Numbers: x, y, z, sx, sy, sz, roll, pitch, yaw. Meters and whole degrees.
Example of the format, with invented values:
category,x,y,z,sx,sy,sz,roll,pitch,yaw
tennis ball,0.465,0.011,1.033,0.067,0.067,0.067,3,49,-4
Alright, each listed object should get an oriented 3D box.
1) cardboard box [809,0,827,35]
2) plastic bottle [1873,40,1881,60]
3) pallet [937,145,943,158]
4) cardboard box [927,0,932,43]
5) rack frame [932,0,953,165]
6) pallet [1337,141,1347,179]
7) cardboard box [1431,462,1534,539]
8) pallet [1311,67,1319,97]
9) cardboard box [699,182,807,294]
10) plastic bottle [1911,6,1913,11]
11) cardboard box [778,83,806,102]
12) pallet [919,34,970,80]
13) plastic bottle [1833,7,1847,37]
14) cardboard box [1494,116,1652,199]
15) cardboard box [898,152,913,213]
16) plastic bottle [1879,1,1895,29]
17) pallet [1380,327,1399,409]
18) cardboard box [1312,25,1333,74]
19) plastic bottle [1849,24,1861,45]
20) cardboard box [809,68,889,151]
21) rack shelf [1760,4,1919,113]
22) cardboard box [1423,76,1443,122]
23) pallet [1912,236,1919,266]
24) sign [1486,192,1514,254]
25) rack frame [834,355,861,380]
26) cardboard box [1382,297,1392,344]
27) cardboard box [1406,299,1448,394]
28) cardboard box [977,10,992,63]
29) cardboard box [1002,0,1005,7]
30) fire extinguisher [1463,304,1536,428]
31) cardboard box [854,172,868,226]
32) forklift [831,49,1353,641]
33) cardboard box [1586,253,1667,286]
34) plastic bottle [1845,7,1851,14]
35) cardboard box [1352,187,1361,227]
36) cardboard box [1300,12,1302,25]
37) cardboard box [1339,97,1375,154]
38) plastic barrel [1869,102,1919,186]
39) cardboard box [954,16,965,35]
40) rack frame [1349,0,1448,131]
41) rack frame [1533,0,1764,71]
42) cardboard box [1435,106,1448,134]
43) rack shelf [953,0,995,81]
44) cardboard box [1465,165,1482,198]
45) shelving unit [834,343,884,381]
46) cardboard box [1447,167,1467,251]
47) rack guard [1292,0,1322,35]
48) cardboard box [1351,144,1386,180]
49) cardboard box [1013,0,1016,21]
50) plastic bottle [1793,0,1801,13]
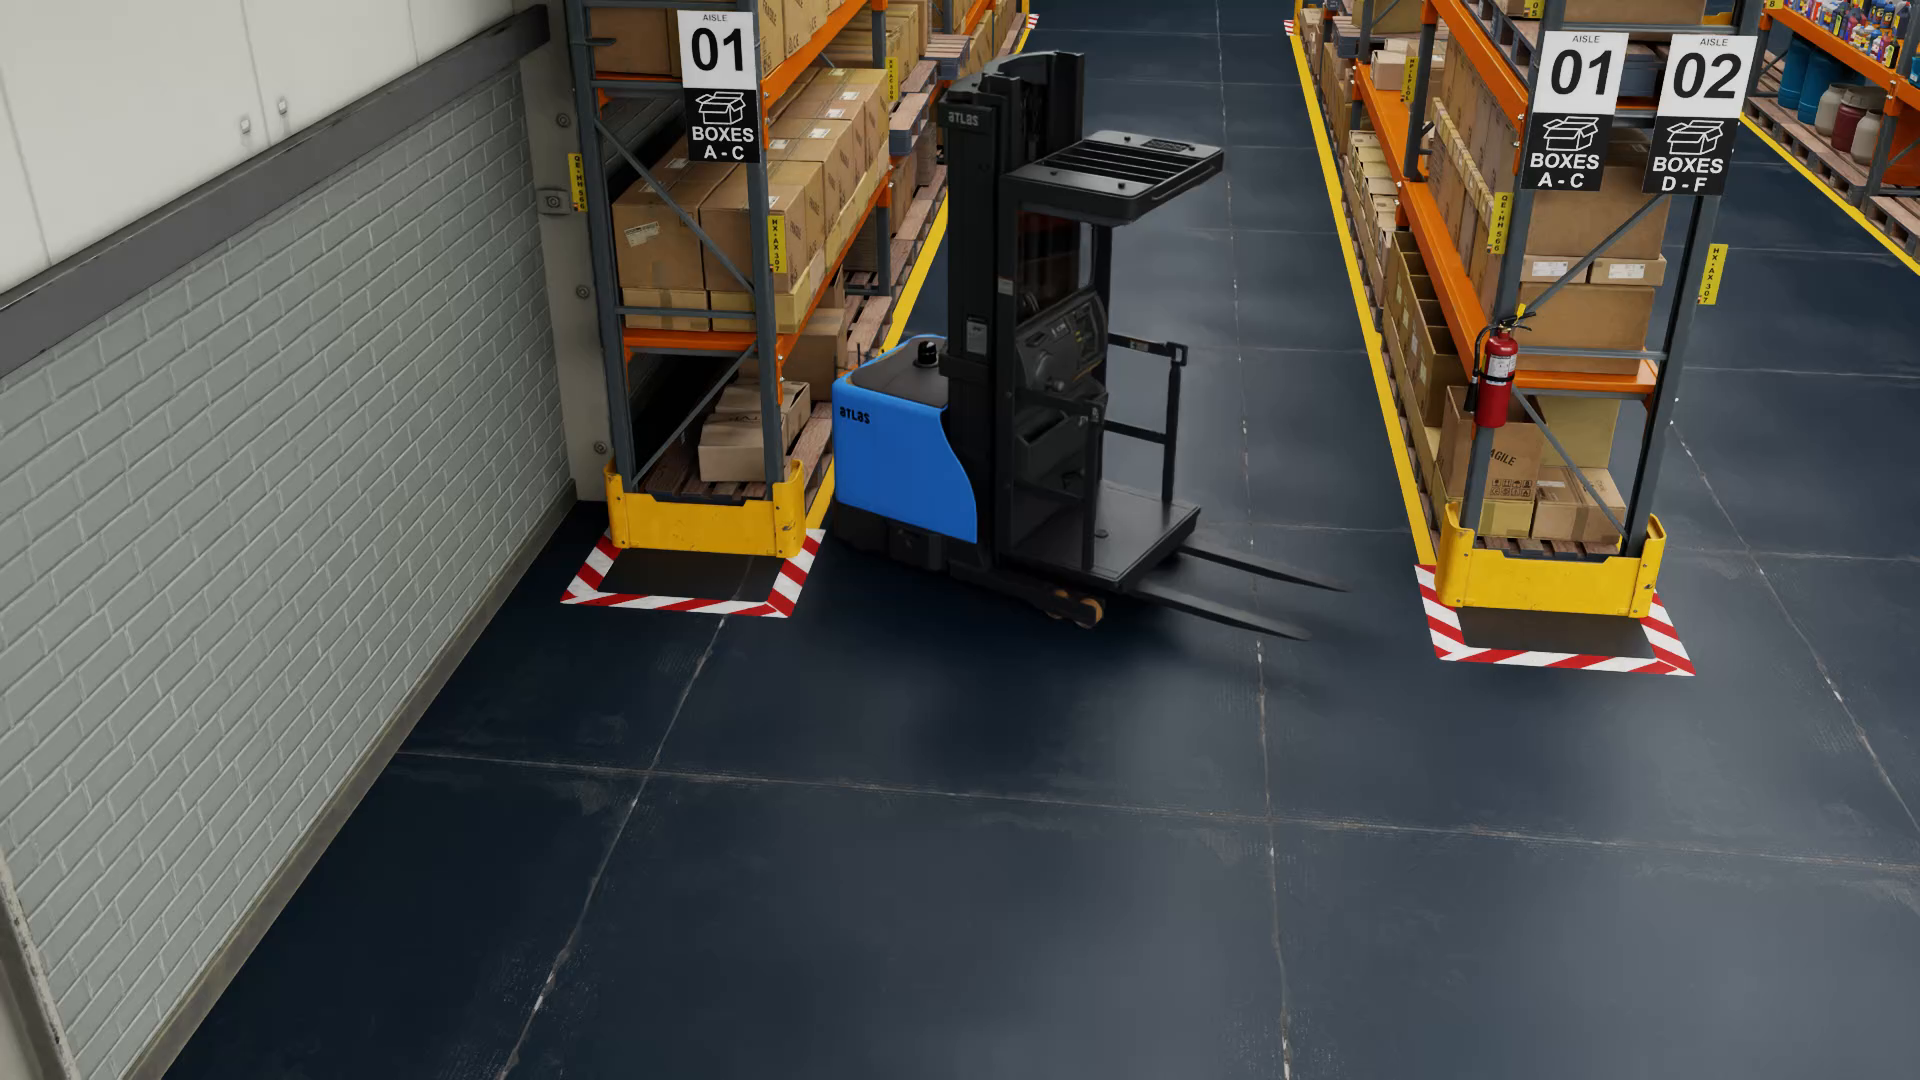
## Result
category,x,y,z,sx,sy,sz,roll,pitch,yaw
cardboard box,-1.105,-3.299,9.923,0.500,0.500,0.500,5,29,9
plastic bottle,8.944,-4.767,16.146,0.097,0.201,0.097,0,28,0
pallet,-0.404,-4.193,17.810,1.003,0.211,1.213,3,28,6
cardboard box,-0.623,-5.069,15.928,0.700,0.500,0.500,0,28,0
rack frame,-0.575,-5.054,16.468,1.000,3.000,0.127,3,28,6
pallet,4.471,-3.889,17.246,1.003,0.211,1.213,3,28,6
cardboard box,3.134,-0.246,10.000,0.500,0.250,0.500,3,28,6
pallet,4.917,-5.746,20.693,1.003,0.211,1.213,3,28,6
cardboard box,-1.198,-1.768,9.716,0.500,0.500,0.500,3,28,6
plastic bottle,9.825,-5.369,17.105,0.144,0.351,0.185,3,28,6
cardboard box,-1.397,-2.991,11.986,0.500,0.500,0.500,3,28,6
pallet,-0.557,-4.627,15.879,1.213,0.211,1.003,3,28,6
plastic bottle,9.063,-5.329,17.103,0.061,0.283,0.133,3,28,6
cardboard box,3.497,-2.109,9.528,0.700,0.500,0.500,3,28,5
cardboard box,-0.823,-3.334,15.447,0.700,0.500,0.500,3,28,6
plastic bottle,9.742,-5.516,17.462,0.097,0.271,0.097,0,28,0
pallet,3.713,-1.285,12.413,1.003,0.211,1.213,3,28,6
cardboard box,4.620,-6.028,20.449,0.500,0.500,0.500,3,28,6
plastic bottle,9.028,-5.088,16.742,0.097,0.201,0.097,0,28,0
cardboard box,-0.816,-3.203,12.379,0.500,0.500,0.500,3,28,6
rack shelf,9.502,-5.103,17.317,1.077,0.370,4.000,3,28,6
cardboard box,4.027,-3.537,13.548,0.500,0.500,0.500,5,29,10
pallet,8.972,-2.315,14.325,1.003,0.211,1.213,3,28,6
sign,2.825,-1.654,8.687,0.100,0.325,0.005,3,28,6
rack frame,-0.683,-0.638,10.327,0.200,1.050,0.008,17,33,28
cardboard box,3.494,-1.658,12.622,0.500,0.250,0.500,3,28,6
cardboard box,3.302,-1.283,11.134,0.500,0.500,0.500,3,28,6
cardboard box,-0.036,-5.861,19.791,0.750,0.750,0.750,4,29,7
cardboard box,0.395,-7.049,21.680,0.380,0.149,0.250,3,28,5
fire extinguisher,2.886,-0.939,8.912,0.296,0.674,0.183,3,28,6
cardboard box,-0.938,-2.401,11.682,0.500,0.250,0.500,3,28,6
forklift,0.746,-1.083,9.171,3.031,2.935,1.130,17,33,28
cardboard box,3.623,-1.504,9.089,0.380,0.149,0.250,3,28,6
plastic bottle,9.123,-5.326,17.096,0.061,0.283,0.133,3,28,6
cardboard box,3.868,-3.031,15.169,0.500,0.250,0.500,3,28,5
cardboard box,4.899,-7.185,22.947,0.380,0.166,0.250,3,28,6
cardboard box,4.223,-4.315,17.268,0.500,0.500,0.500,4,29,8
plastic barrel,9.300,-3.939,16.243,0.600,0.830,0.708,3,28,6
cardboard box,-0.149,-5.332,17.228,0.380,0.149,0.250,4,29,8
rack frame,4.342,-4.767,15.937,1.000,3.000,0.127,3,28,6
rack frame,3.362,-3.643,7.524,1.000,3.000,0.127,3,28,6
cardboard box,3.596,-2.981,11.831,0.380,0.149,0.250,4,29,7
rack shelf,-0.330,-5.678,18.386,1.077,0.370,4.000,3,28,6
cardboard box,3.407,-2.252,10.479,0.380,0.149,0.250,3,28,5
shelving unit,-0.617,-0.687,10.418,0.215,1.050,0.252,17,33,28
cardboard box,3.680,-2.235,11.130,0.700,0.500,0.500,4,29,7
rack guard,5.313,-7.397,23.453,1.175,0.500,0.348,3,28,6
cardboard box,3.930,-3.511,15.470,0.500,0.311,0.500,3,28,5
cardboard box,0.419,-7.568,23.328,0.700,0.500,0.500,3,28,6
plastic bottle,9.268,-5.938,18.240,0.152,0.276,0.135,3,28,6
